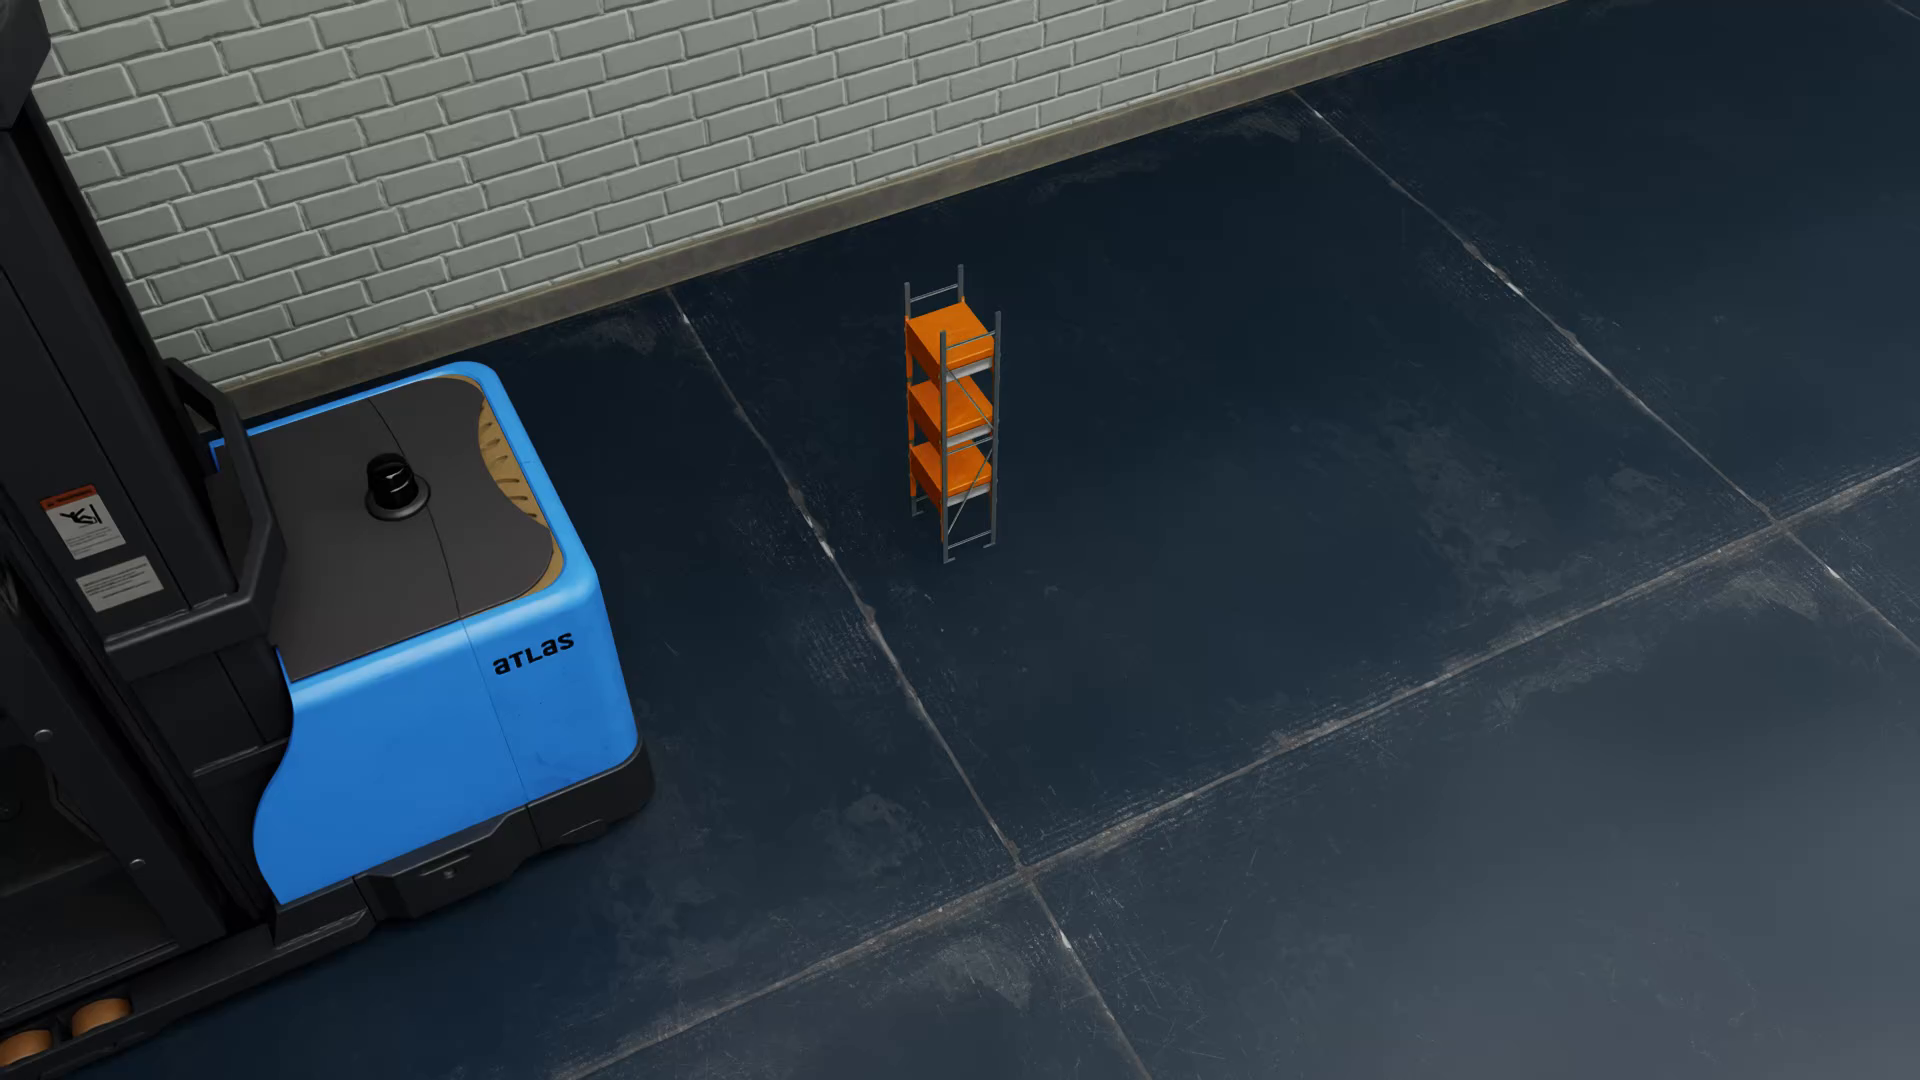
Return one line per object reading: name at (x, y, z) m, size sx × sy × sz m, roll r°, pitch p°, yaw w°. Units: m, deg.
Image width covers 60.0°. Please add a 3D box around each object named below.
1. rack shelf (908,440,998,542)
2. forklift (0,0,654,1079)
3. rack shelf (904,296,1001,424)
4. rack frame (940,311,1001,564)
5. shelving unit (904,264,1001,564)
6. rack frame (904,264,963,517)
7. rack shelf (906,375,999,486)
rack shelf at (-0.024, -0.191, 5.603) m, size 0.215 × 0.259 × 0.240 m, roll -21°, pitch 52°, yaw -18°
forklift at (-2.468, 0.043, 3.765) m, size 3.031 × 2.935 × 1.130 m, roll -22°, pitch 52°, yaw -18°
rack shelf at (-0.024, -0.561, 5.181) m, size 0.215 × 0.259 × 0.240 m, roll -21°, pitch 52°, yaw -18°
rack frame at (0.031, -0.300, 5.315) m, size 0.200 × 1.050 × 0.008 m, roll -21°, pitch 52°, yaw -18°
shelving unit at (-0.024, -0.381, 5.386) m, size 0.215 × 1.050 × 0.252 m, roll -21°, pitch 52°, yaw -18°
rack frame at (-0.080, -0.463, 5.458) m, size 0.200 × 1.050 × 0.008 m, roll -21°, pitch 52°, yaw -18°
rack shelf at (-0.024, -0.374, 5.394) m, size 0.215 × 0.259 × 0.240 m, roll -21°, pitch 52°, yaw -18°
